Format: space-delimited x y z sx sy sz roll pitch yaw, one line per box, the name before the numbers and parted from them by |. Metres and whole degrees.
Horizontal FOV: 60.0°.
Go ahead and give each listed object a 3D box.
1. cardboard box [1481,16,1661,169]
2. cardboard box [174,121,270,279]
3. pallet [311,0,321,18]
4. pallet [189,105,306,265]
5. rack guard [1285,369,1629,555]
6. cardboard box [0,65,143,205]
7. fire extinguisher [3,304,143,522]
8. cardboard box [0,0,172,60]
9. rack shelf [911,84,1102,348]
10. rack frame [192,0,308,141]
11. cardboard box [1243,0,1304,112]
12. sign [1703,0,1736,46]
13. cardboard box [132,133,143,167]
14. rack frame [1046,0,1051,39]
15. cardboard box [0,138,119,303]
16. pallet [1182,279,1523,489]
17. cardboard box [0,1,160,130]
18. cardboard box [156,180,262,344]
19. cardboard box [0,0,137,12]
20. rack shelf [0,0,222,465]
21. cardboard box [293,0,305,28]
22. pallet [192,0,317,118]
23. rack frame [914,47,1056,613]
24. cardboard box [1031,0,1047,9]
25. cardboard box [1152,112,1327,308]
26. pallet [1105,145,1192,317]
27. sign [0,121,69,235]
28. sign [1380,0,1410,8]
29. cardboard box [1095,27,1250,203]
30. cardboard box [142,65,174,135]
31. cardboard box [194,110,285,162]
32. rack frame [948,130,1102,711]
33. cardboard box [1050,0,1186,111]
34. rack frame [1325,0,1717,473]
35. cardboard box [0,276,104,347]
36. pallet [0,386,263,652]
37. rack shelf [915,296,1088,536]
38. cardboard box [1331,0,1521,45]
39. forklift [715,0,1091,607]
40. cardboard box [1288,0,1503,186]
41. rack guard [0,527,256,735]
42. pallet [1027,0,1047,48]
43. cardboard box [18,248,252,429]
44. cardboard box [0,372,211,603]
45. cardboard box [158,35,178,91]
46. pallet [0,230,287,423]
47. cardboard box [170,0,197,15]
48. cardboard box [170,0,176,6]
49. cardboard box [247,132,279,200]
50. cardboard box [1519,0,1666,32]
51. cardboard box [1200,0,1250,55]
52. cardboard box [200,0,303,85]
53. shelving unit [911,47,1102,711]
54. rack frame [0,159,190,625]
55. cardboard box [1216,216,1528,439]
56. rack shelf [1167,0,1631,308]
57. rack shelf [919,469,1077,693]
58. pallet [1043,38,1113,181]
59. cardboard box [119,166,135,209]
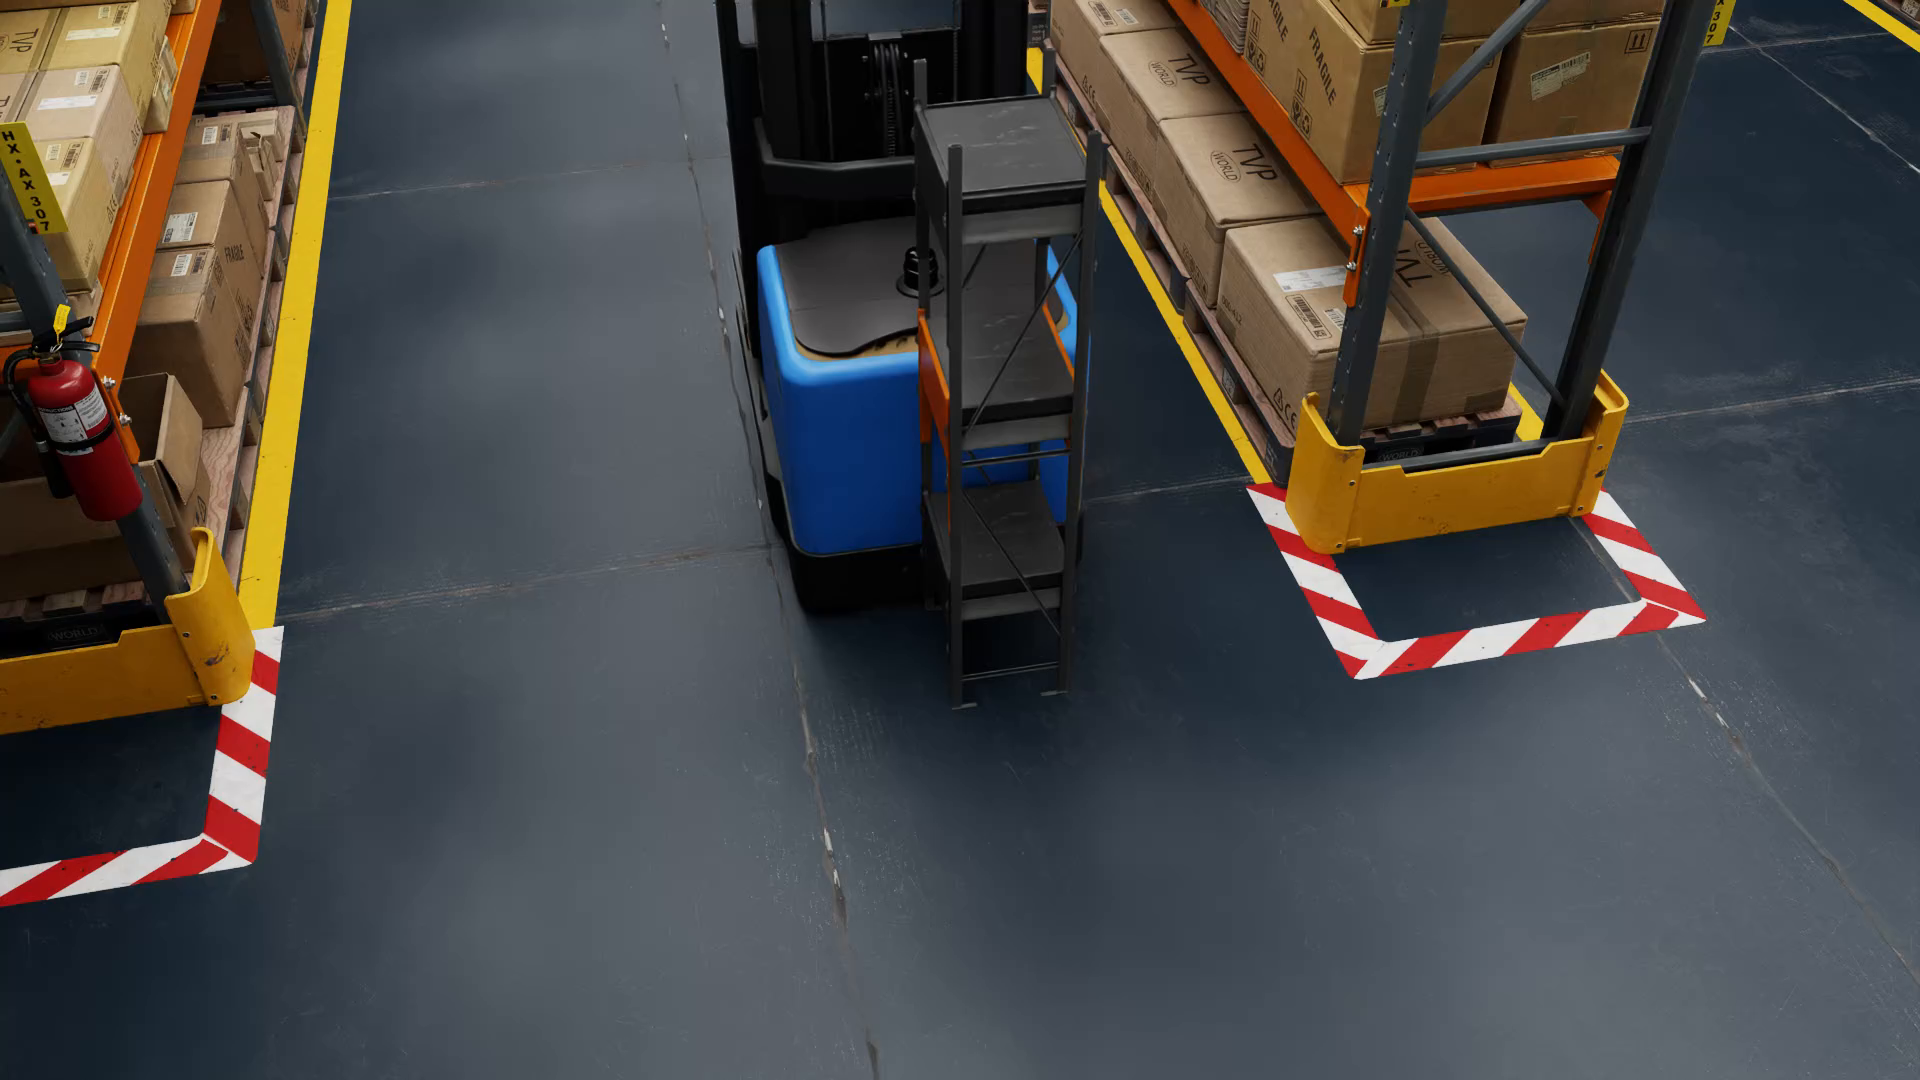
cardboard box | 2.016 -1.659 5.784 0.500 0.500 0.500 -9 42 -10
cardboard box | -3.416 -1.421 7.157 0.700 0.500 0.500 -10 43 -11
pallet | -4.349 -3.420 9.944 1.003 0.211 1.213 -8 42 -9
pallet | -3.722 -1.660 7.962 1.003 0.211 1.213 -8 42 -9
rack guard | 1.845 -0.319 6.233 1.175 0.500 0.348 -8 42 -9
cardboard box | -2.950 -1.270 5.311 0.500 0.250 0.500 -8 42 -9
fire extinguisher | -2.523 -0.358 4.733 0.296 0.674 0.183 -8 42 -9
cardboard box | -3.194 -1.927 6.050 0.500 0.250 0.500 -9 42 -10
rack shelf | 0.118 -0.911 4.661 0.431 0.518 0.480 -8 42 -9
rack frame | -3.870 -3.149 7.537 1.000 3.000 0.127 -8 42 -9
cardboard box | 1.383 -1.909 6.066 0.500 0.500 0.500 -9 42 -10
sign | 2.383 -1.698 5.192 0.100 0.325 0.005 -8 42 -9
cardboard box | -3.058 -1.382 5.736 0.380 0.149 0.250 -8 42 -9
rack frame | 0.976 -3.862 8.341 1.000 3.000 0.127 -8 42 -9
cardboard box | -2.841 -0.944 4.942 0.500 0.250 0.500 -8 42 -9
pallet | 1.591 -0.734 6.917 1.003 0.211 1.213 -8 42 -9
cardboard box | -3.063 -1.598 5.680 0.500 0.250 0.500 -9 42 -10
cardboard box | -3.209 -1.105 6.802 0.500 0.500 0.500 -8 42 -8
cardboard box | -3.165 -2.196 5.789 0.500 0.500 0.500 -7 42 -8
rack shelf | -3.438 -1.583 6.316 1.077 0.370 4.000 -8 42 -9
cardboard box | -3.879 -3.060 9.005 0.500 0.500 0.500 -9 42 -10
pallet | -4.082 -2.627 9.051 1.003 0.211 1.213 -8 42 -9
rack frame | 0.070 -0.556 5.295 0.400 2.100 0.015 -8 42 -9
cardboard box | 0.764 -3.615 9.347 0.875 0.875 0.875 -7 42 -8
cardboard box | 1.394 -1.474 7.264 0.875 0.438 0.875 -7 42 -8
pallet | 1.331 -1.523 7.807 1.003 0.211 1.213 -8 42 -9
sign | -2.477 -0.957 4.417 0.100 0.325 0.005 -8 42 -9
sign | 1.307 -1.722 4.880 0.100 0.325 0.005 -8 42 -9
cardboard box | 1.201 -2.059 7.923 0.875 0.438 0.875 -10 42 -11
cardboard box | -3.039 -1.556 5.933 0.380 0.149 0.250 -9 42 -11
cardboard box | -3.463 -1.920 7.985 0.380 0.149 0.250 -10 42 -11
rack frame | 0.167 -0.239 4.937 0.400 2.100 0.015 -8 42 -9
cardboard box | 1.007 -2.639 8.577 0.875 0.438 0.875 -9 42 -10
rack frame | 1.839 -1.269 5.420 1.000 3.000 0.127 -8 42 -9
cardboard box | -2.809 -0.714 4.984 0.380 0.149 0.250 -9 42 -10
pallet | -3.196 -0.079 6.180 1.003 0.211 1.213 -8 42 -9
rack shelf | 0.118 -0.387 5.125 0.431 0.518 0.480 -8 42 -9
cardboard box | 1.503 -1.959 5.369 0.500 0.500 0.500 -7 42 -8
forklift | -0.351 -1.847 6.123 1.130 2.935 3.031 -8 42 -9
cardboard box | 1.477 -1.582 5.697 0.500 0.500 0.500 -8 42 -9
rack guard | -3.023 0.330 5.502 1.175 0.500 0.348 -8 42 -9
pallet | 0.736 -3.309 9.818 1.003 0.211 1.213 -8 42 -9
cardboard box | -3.192 -0.748 6.399 0.700 0.500 0.500 -7 42 -8
cardboard box | -3.046 -0.189 5.768 0.797 0.503 0.637 -10 43 -11
cardboard box | -3.116 -1.724 6.122 0.380 0.149 0.250 -7 42 -8
pallet | -3.456 -0.868 7.069 1.003 0.211 1.213 -8 42 -9
cardboard box | -3.285 -2.218 6.678 0.380 0.149 0.250 -9 42 -10
cardboard box | -3.304 -2.261 6.426 0.500 0.250 0.500 -9 42 -10
cardboard box | -3.386 -1.733 7.686 0.396 0.266 0.258 -7 42 -8
cardboard box | 2.014 -2.033 5.452 0.500 0.500 0.500 -9 42 -10
cardboard box | 1.263 -2.241 6.440 0.500 0.500 0.500 -7 42 -8
cardboard box | -3.754 -2.717 8.617 0.500 0.500 0.500 -7 42 -7
shelving unit | 0.118 -0.398 5.116 0.431 2.100 0.503 -8 42 -9
rack frame | -3.006 -0.556 4.617 1.000 3.000 0.127 -8 42 -9
cardboard box | 1.599 -0.882 6.597 0.875 0.438 0.875 -10 43 -11
rack shelf | 1.408 -2.297 7.120 1.077 0.370 4.000 -8 42 -9
rack shelf | 0.118 0.136 5.590 0.431 0.518 0.480 -8 42 -9
pallet | 1.064 -2.315 8.699 1.003 0.211 1.213 -8 42 -9
cardboard box | -2.995 -1.210 5.543 0.380 0.149 0.250 -7 42 -8
